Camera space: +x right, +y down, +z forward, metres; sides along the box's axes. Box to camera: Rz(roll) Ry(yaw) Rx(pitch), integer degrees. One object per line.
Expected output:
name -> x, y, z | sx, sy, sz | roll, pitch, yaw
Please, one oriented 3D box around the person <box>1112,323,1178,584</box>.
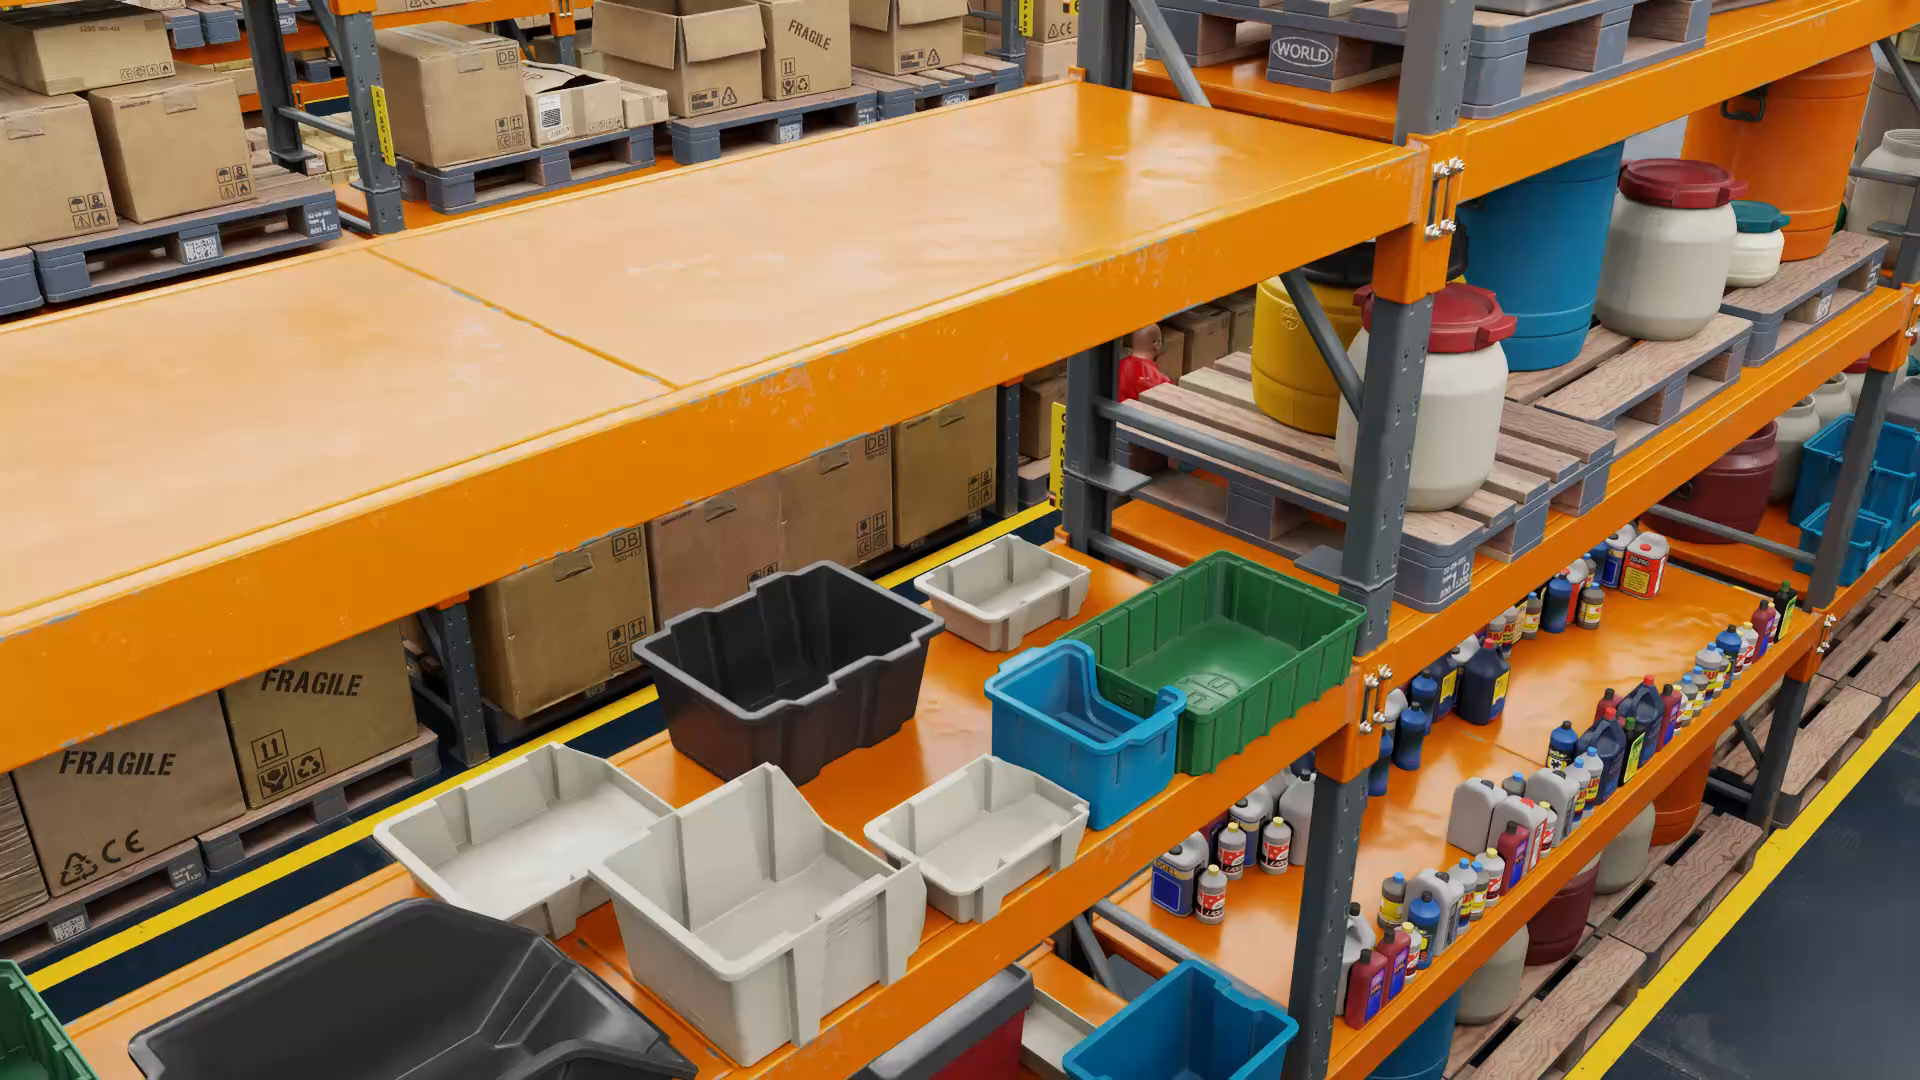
person -> 1.041, -0.447, 9.788 | 0.588, 1.725, 0.392 | 23, 35, 36
